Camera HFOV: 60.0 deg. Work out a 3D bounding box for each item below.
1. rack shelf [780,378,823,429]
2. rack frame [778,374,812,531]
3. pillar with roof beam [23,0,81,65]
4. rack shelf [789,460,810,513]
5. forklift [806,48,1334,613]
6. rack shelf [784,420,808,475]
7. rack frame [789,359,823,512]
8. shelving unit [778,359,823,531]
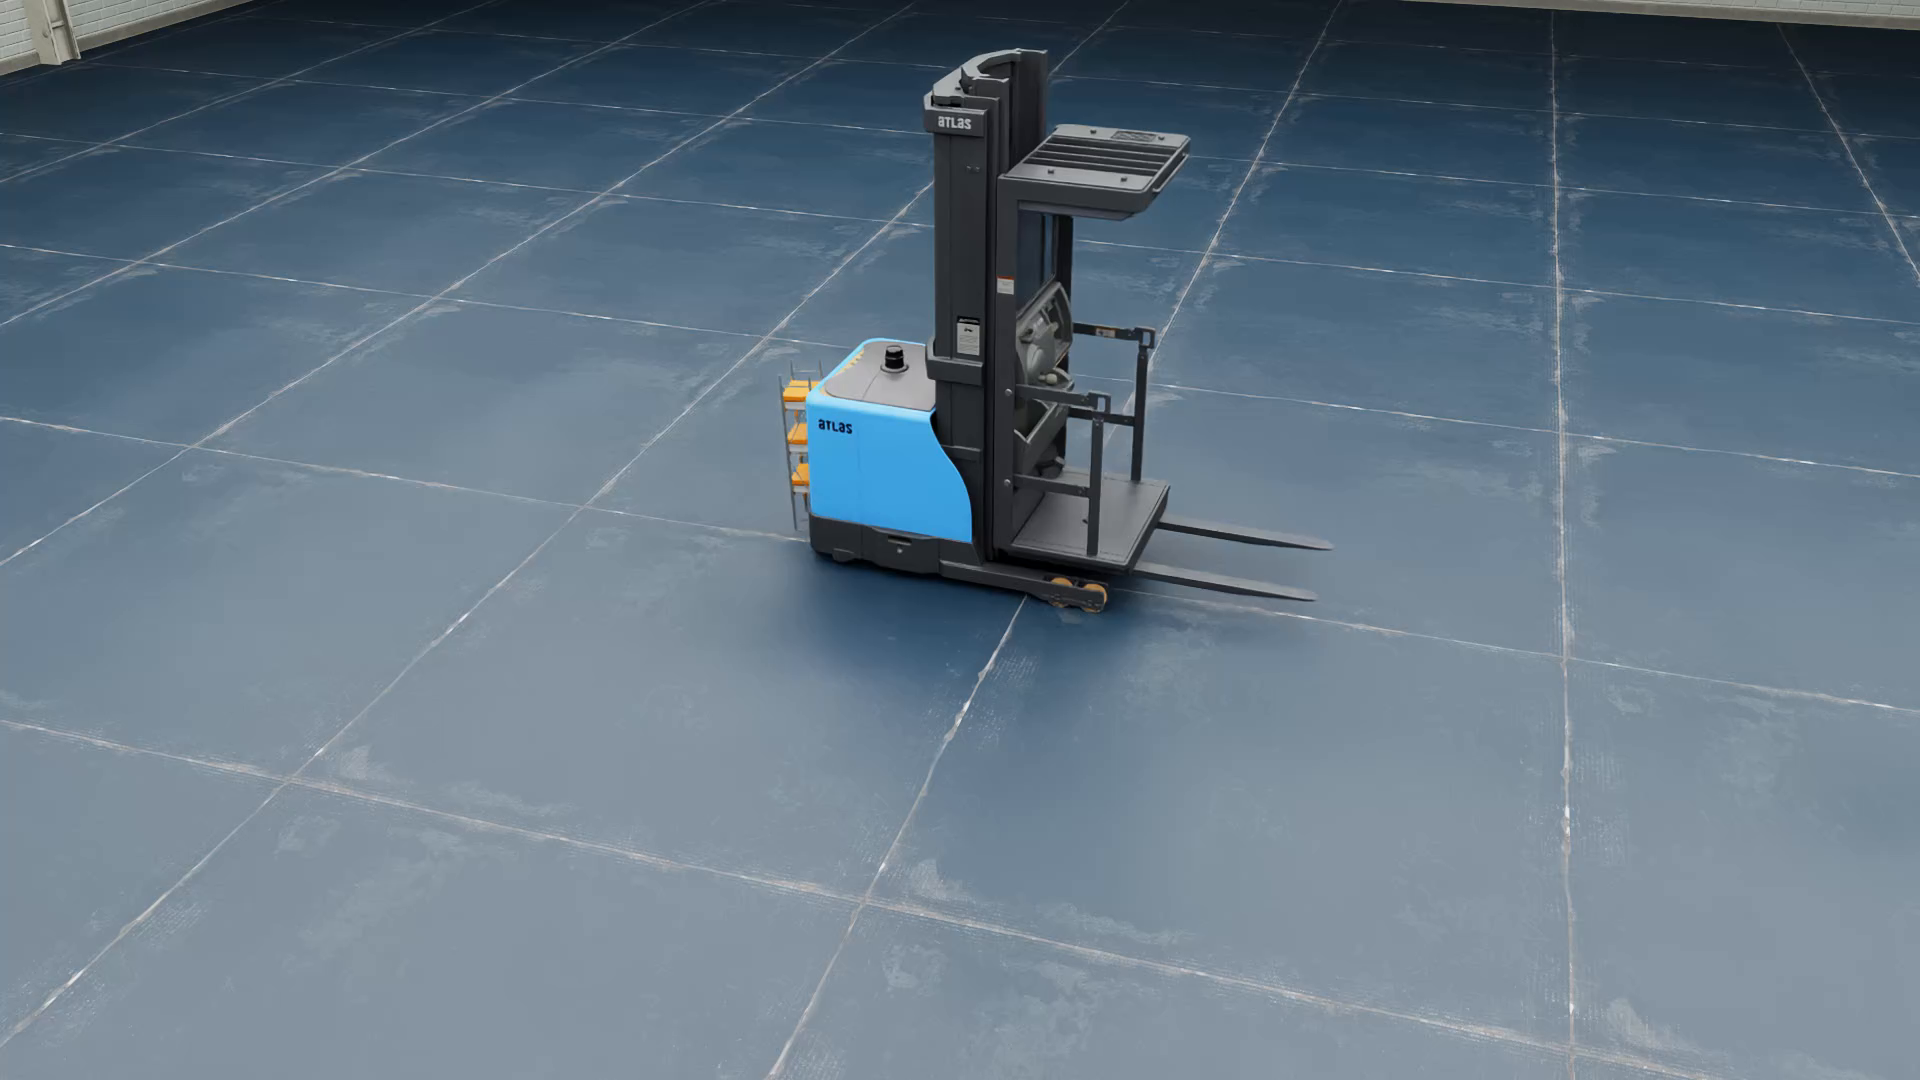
[{"bbox_3d":[-0.950,-0.816,10.100,0.215,0.259,0.240,3,29,11],"label":"rack shelf"},{"bbox_3d":[-0.960,-0.518,10.126,0.200,1.050,0.008,3,29,11],"label":"rack frame"},{"bbox_3d":[-7.432,-9.469,18.051,9.100,9.000,0.400,8,30,15],"label":"pillar with roof beam"},{"bbox_3d":[-0.923,-0.323,10.369,0.215,0.259,0.240,3,29,11],"label":"rack shelf"},{"bbox_3d":[0.664,-1.154,9.344,3.031,2.935,1.130,10,31,17],"label":"forklift"},{"bbox_3d":[-0.936,-0.567,10.236,0.215,0.259,0.240,3,29,11],"label":"rack shelf"},{"bbox_3d":[-0.913,-0.635,10.336,0.200,1.050,0.008,3,29,11],"label":"rack frame"},{"bbox_3d":[-0.937,-0.576,10.231,0.215,1.050,0.252,3,29,11],"label":"shelving unit"}]
